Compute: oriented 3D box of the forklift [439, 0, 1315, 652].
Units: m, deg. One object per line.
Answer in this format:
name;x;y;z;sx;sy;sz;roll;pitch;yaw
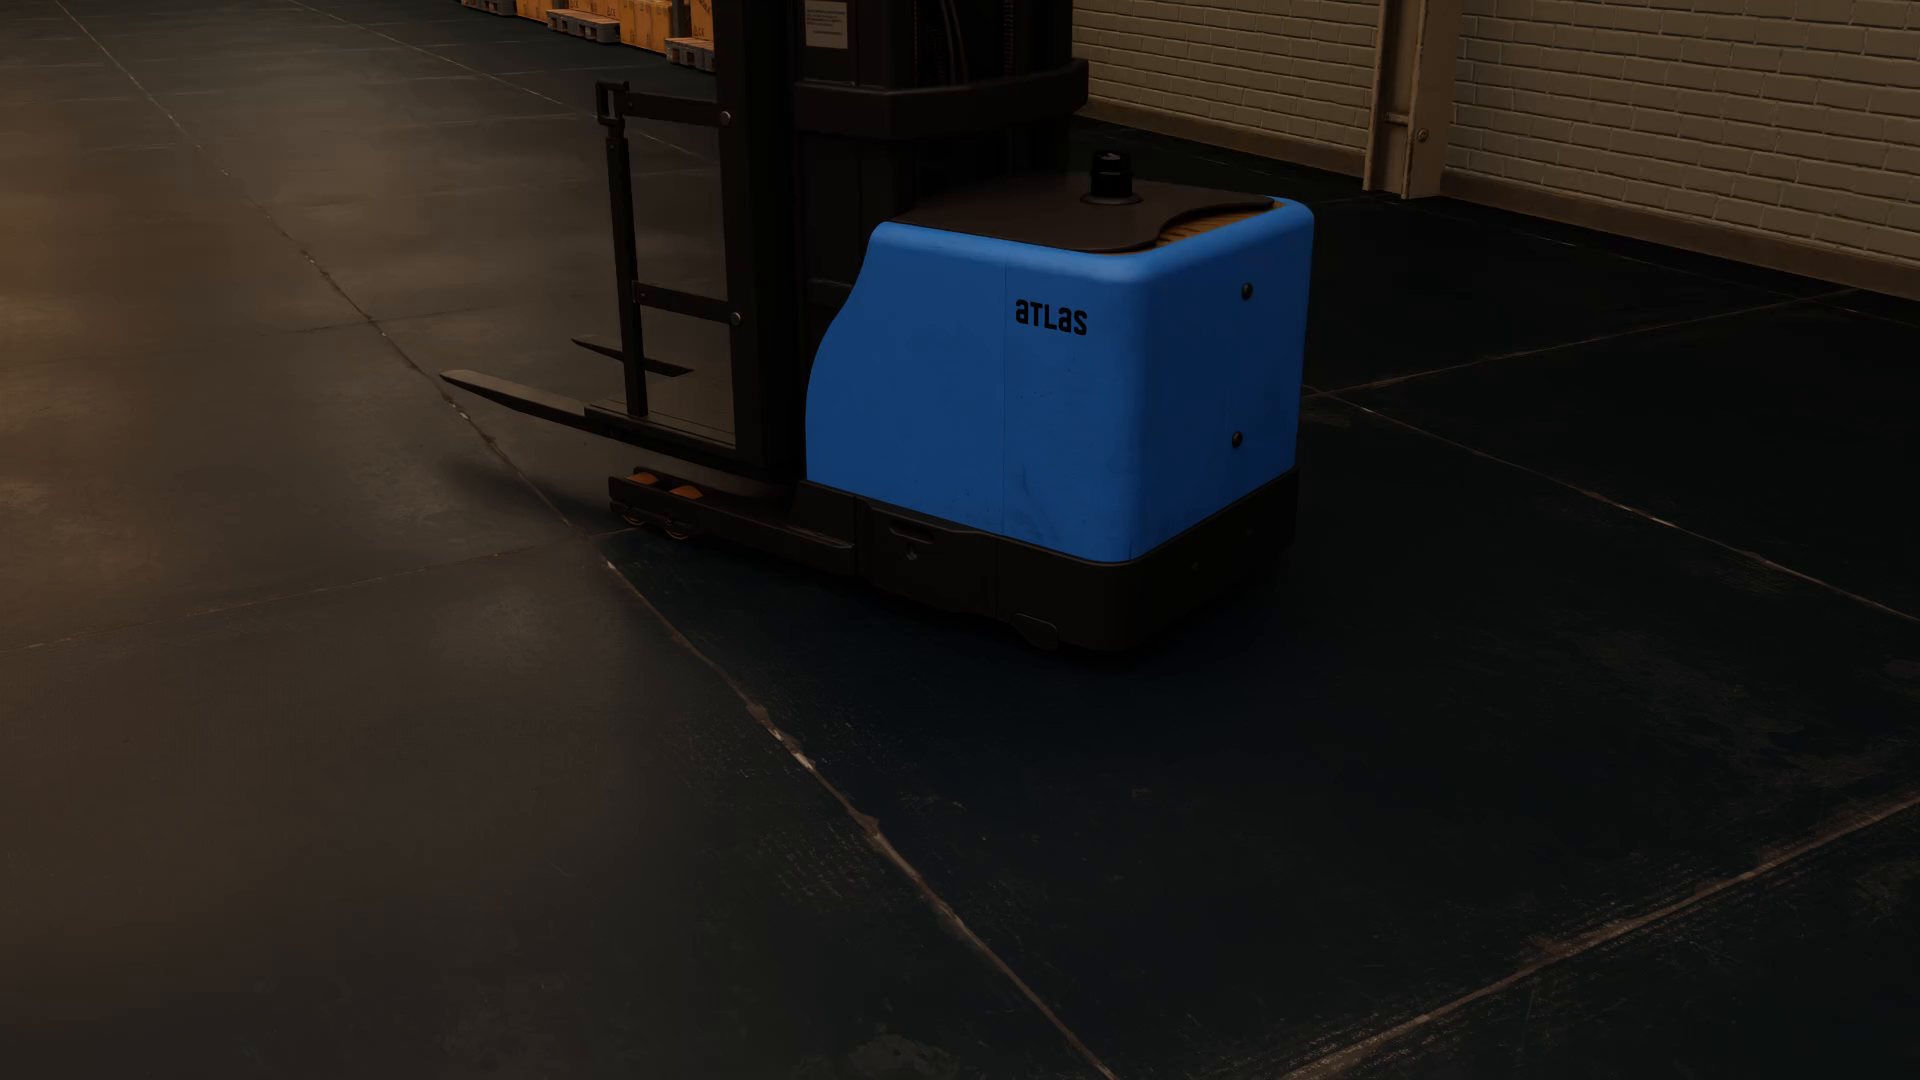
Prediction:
forklift;-0.481;-1.497;4.922;3.031;2.935;1.130;16;27;34
